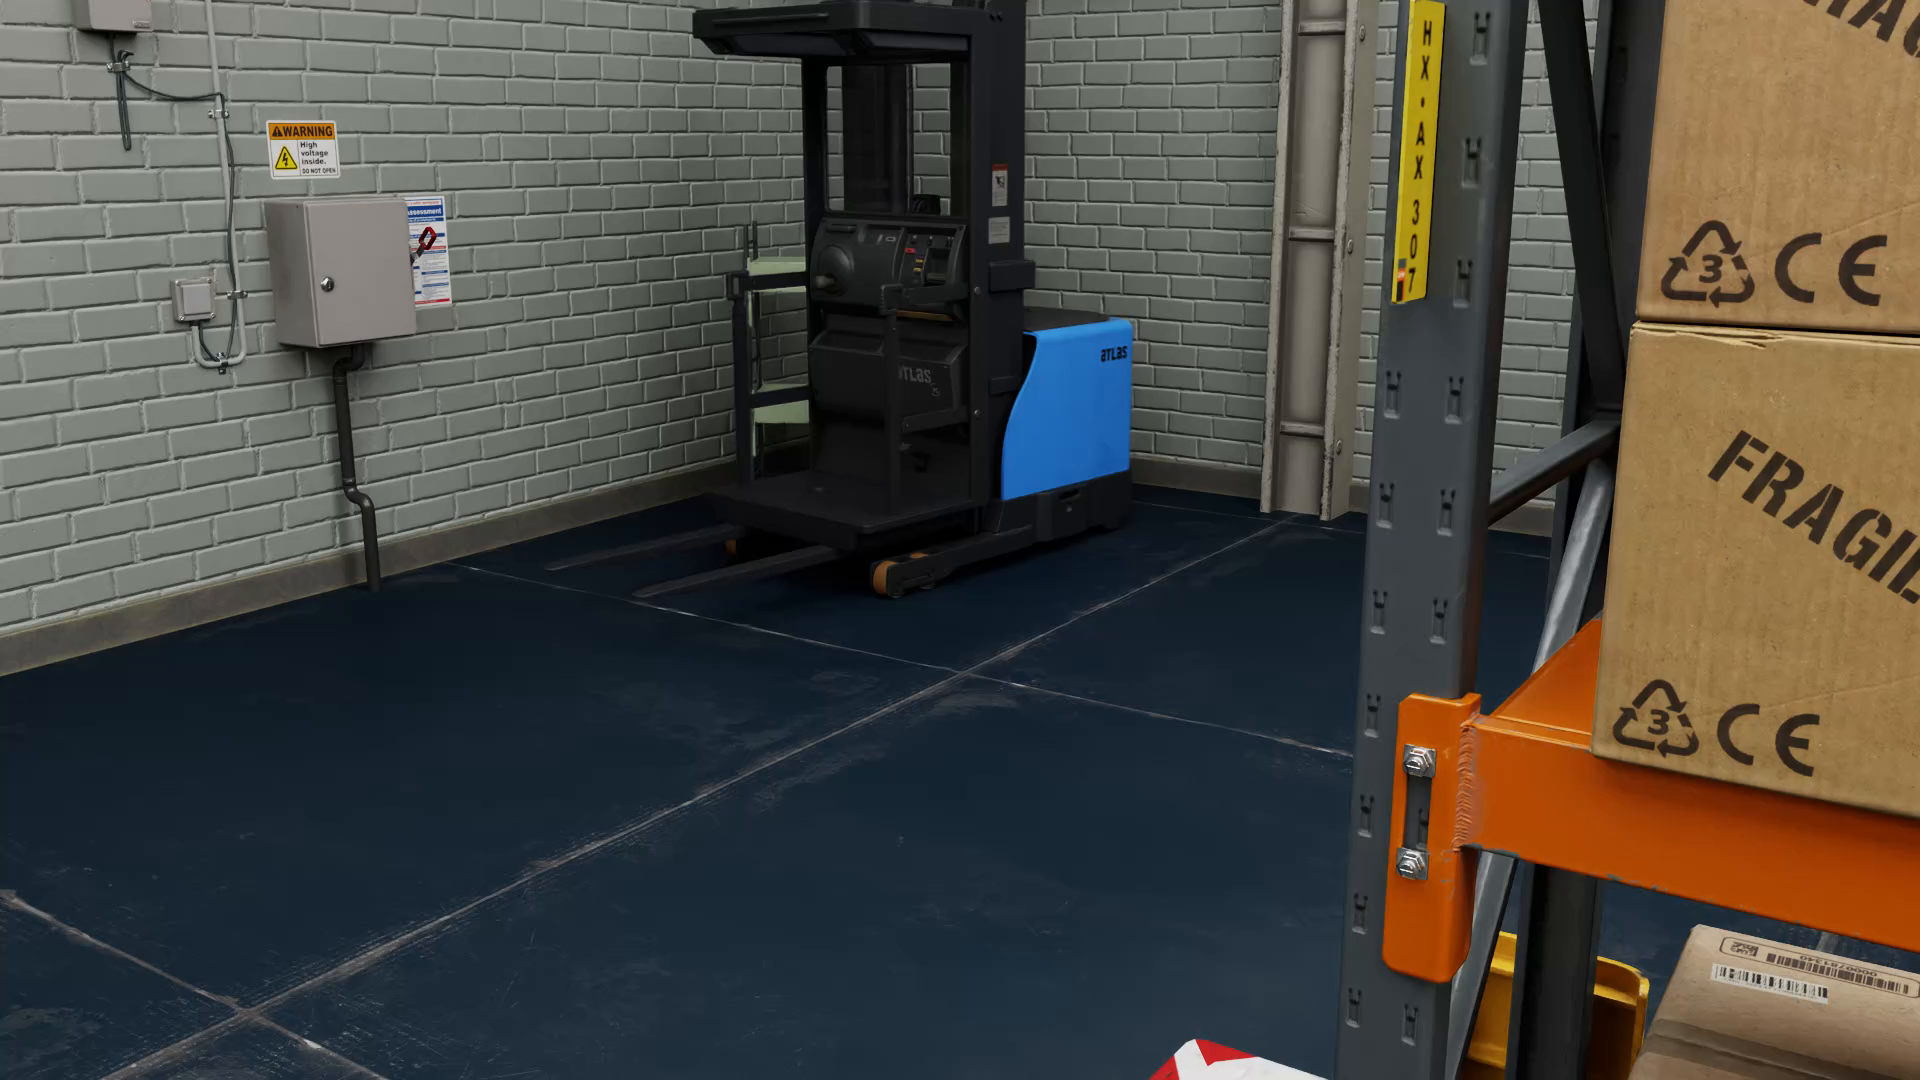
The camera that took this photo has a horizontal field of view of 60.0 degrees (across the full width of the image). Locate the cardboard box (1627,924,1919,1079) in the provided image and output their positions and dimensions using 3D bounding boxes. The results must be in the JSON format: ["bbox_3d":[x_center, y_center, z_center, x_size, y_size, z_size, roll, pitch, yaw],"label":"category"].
[{"bbox_3d":[1.430,1.026,2.395,0.875,0.438,0.875,9,16,31],"label":"cardboard box"}]

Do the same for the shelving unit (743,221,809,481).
[{"bbox_3d":[-0.781,-1.006,9.265,0.755,1.500,0.431,0,14,1],"label":"shelving unit"}]

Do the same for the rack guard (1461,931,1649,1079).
[{"bbox_3d":[0.807,1.127,2.728,0.348,0.500,1.175,9,17,33],"label":"rack guard"}]

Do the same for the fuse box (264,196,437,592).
[{"bbox_3d":[-2.572,-0.608,7.219,0.414,1.711,0.539,9,17,33],"label":"fuse box"}]

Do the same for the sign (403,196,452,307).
[{"bbox_3d":[-2.468,-1.314,7.585,0.001,0.494,0.329,9,17,33],"label":"sign"}]

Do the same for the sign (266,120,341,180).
[{"bbox_3d":[-2.775,-1.651,7.032,0.001,0.242,0.339,9,17,33],"label":"sign"}]

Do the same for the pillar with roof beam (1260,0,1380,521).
[{"bbox_3d":[-0.543,-3.668,4.413,0.400,9.000,9.100,9,17,33],"label":"pillar with roof beam"}]

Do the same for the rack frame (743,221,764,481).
[{"bbox_3d":[-1.147,-1.007,9.270,0.023,1.500,0.400,0,14,1],"label":"rack frame"}]

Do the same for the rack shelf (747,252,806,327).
[{"bbox_3d":[-0.781,-1.385,9.171,0.720,0.370,0.431,0,14,1],"label":"rack shelf"}]

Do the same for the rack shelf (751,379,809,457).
[{"bbox_3d":[-0.781,-0.689,9.344,0.720,0.370,0.431,0,14,1],"label":"rack shelf"}]

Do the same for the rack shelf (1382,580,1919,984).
[{"bbox_3d":[2.486,0.535,1.418,4.000,0.370,1.077,9,17,33],"label":"rack shelf"}]

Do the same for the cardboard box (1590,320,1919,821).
[{"bbox_3d":[1.065,-0.010,1.911,0.500,0.500,0.500,9,17,32],"label":"cardboard box"}]

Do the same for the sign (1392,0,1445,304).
[{"bbox_3d":[0.512,-0.431,1.857,0.005,0.325,0.100,9,17,33],"label":"sign"}]

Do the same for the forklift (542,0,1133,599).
[{"bbox_3d":[-0.480,-1.305,7.494,1.130,2.935,3.031,12,19,41],"label":"forklift"}]

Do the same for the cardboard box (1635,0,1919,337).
[{"bbox_3d":[1.066,-0.495,1.793,0.500,0.500,0.500,9,16,32],"label":"cardboard box"}]

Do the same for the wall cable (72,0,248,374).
[{"bbox_3d":[-3.083,-1.612,6.477,0.122,1.984,0.588,9,17,33],"label":"wall cable"}]
